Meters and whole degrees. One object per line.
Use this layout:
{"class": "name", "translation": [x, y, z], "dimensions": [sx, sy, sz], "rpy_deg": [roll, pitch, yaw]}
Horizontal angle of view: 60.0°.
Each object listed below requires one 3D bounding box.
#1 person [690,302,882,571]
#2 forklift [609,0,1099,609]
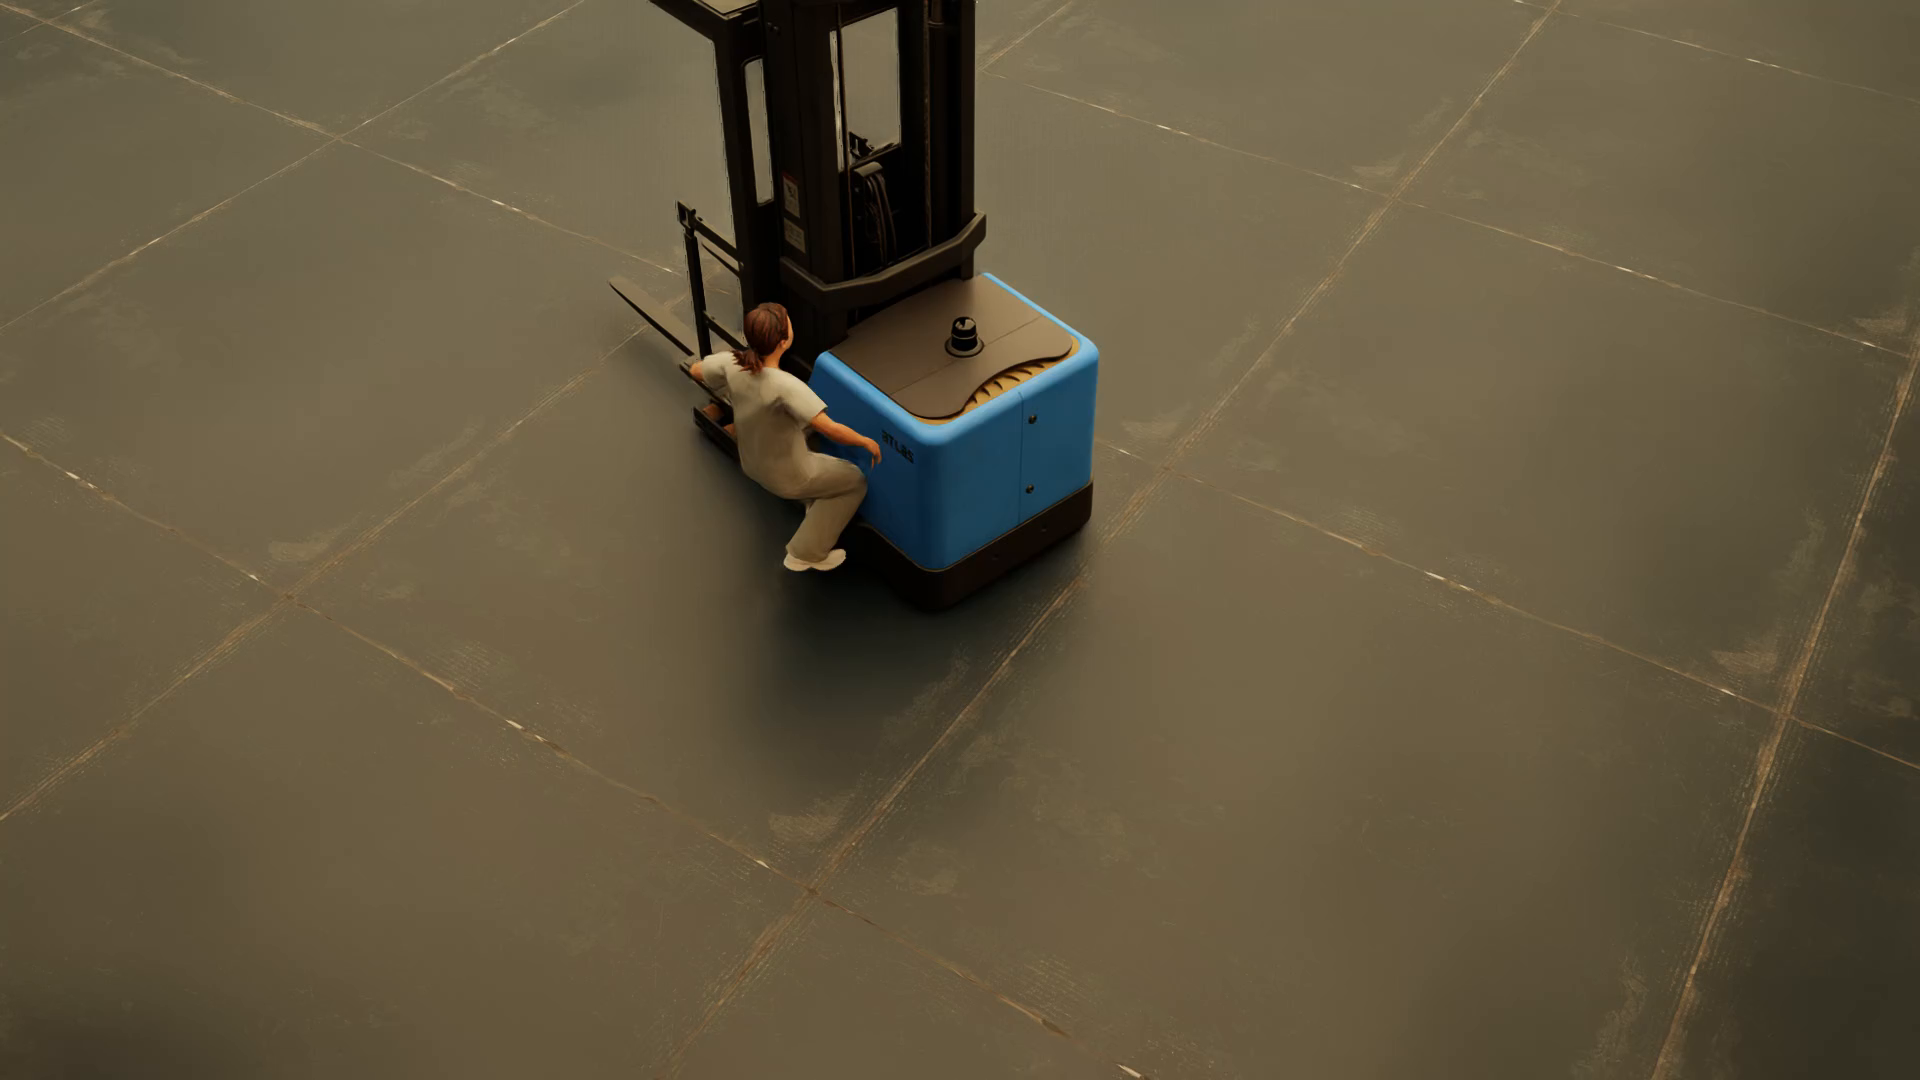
{"class": "person", "translation": [-0.667, -0.501, 7.299], "dimensions": [0.915, 1.459, 0.723], "rpy_deg": [34, 53, 30]}
{"class": "forklift", "translation": [-0.705, -1.694, 7.636], "dimensions": [1.130, 2.935, 3.031], "rpy_deg": [-30, 51, -28]}
